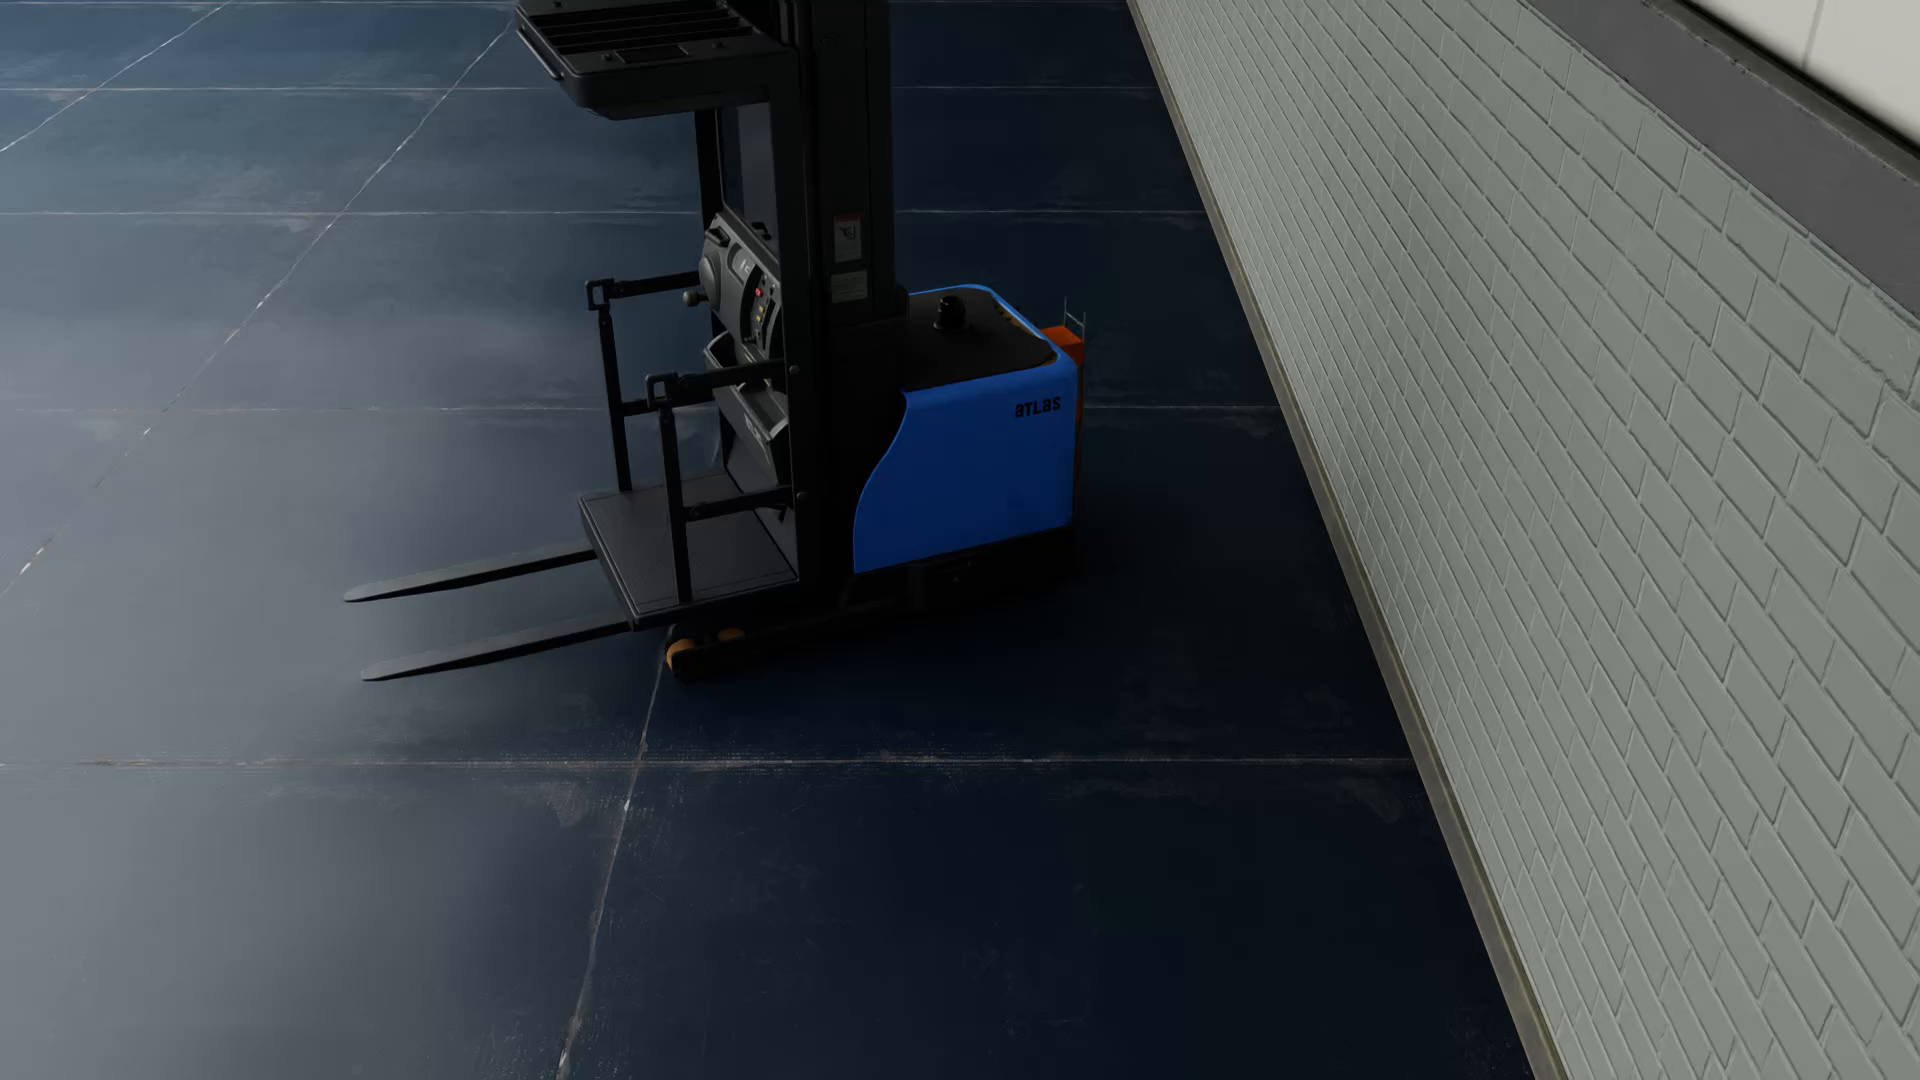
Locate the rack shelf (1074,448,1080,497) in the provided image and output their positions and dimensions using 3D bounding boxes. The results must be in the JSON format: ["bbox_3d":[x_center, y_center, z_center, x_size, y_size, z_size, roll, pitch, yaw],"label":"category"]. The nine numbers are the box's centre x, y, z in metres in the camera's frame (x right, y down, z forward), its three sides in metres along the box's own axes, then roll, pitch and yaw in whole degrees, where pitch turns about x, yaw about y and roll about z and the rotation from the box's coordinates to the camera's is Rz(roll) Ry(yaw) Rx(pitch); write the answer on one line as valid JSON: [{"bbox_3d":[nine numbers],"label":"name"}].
[{"bbox_3d":[0.408,-0.338,7.851,0.240,0.259,0.215,-13,34,-20],"label":"rack shelf"}]

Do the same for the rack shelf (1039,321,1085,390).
[{"bbox_3d":[0.408,-0.818,7.559,0.240,0.259,0.215,-13,34,-20],"label":"rack shelf"}]

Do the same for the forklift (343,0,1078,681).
[{"bbox_3d":[-1.057,-0.994,6.563,3.031,2.935,1.130,-13,34,-20],"label":"forklift"}]

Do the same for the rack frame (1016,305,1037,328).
[{"bbox_3d":[0.296,-0.559,7.659,0.008,1.050,0.200,-13,34,-20],"label":"rack frame"}]

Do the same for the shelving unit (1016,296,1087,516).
[{"bbox_3d":[0.408,-0.584,7.701,0.252,1.050,0.215,-13,34,-20],"label":"shelving unit"}]

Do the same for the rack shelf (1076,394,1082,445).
[{"bbox_3d":[0.408,-0.575,7.706,0.240,0.259,0.215,-13,34,-20],"label":"rack shelf"}]

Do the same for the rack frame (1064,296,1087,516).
[{"bbox_3d":[0.520,-0.610,7.743,0.008,1.050,0.200,-13,34,-20],"label":"rack frame"}]
